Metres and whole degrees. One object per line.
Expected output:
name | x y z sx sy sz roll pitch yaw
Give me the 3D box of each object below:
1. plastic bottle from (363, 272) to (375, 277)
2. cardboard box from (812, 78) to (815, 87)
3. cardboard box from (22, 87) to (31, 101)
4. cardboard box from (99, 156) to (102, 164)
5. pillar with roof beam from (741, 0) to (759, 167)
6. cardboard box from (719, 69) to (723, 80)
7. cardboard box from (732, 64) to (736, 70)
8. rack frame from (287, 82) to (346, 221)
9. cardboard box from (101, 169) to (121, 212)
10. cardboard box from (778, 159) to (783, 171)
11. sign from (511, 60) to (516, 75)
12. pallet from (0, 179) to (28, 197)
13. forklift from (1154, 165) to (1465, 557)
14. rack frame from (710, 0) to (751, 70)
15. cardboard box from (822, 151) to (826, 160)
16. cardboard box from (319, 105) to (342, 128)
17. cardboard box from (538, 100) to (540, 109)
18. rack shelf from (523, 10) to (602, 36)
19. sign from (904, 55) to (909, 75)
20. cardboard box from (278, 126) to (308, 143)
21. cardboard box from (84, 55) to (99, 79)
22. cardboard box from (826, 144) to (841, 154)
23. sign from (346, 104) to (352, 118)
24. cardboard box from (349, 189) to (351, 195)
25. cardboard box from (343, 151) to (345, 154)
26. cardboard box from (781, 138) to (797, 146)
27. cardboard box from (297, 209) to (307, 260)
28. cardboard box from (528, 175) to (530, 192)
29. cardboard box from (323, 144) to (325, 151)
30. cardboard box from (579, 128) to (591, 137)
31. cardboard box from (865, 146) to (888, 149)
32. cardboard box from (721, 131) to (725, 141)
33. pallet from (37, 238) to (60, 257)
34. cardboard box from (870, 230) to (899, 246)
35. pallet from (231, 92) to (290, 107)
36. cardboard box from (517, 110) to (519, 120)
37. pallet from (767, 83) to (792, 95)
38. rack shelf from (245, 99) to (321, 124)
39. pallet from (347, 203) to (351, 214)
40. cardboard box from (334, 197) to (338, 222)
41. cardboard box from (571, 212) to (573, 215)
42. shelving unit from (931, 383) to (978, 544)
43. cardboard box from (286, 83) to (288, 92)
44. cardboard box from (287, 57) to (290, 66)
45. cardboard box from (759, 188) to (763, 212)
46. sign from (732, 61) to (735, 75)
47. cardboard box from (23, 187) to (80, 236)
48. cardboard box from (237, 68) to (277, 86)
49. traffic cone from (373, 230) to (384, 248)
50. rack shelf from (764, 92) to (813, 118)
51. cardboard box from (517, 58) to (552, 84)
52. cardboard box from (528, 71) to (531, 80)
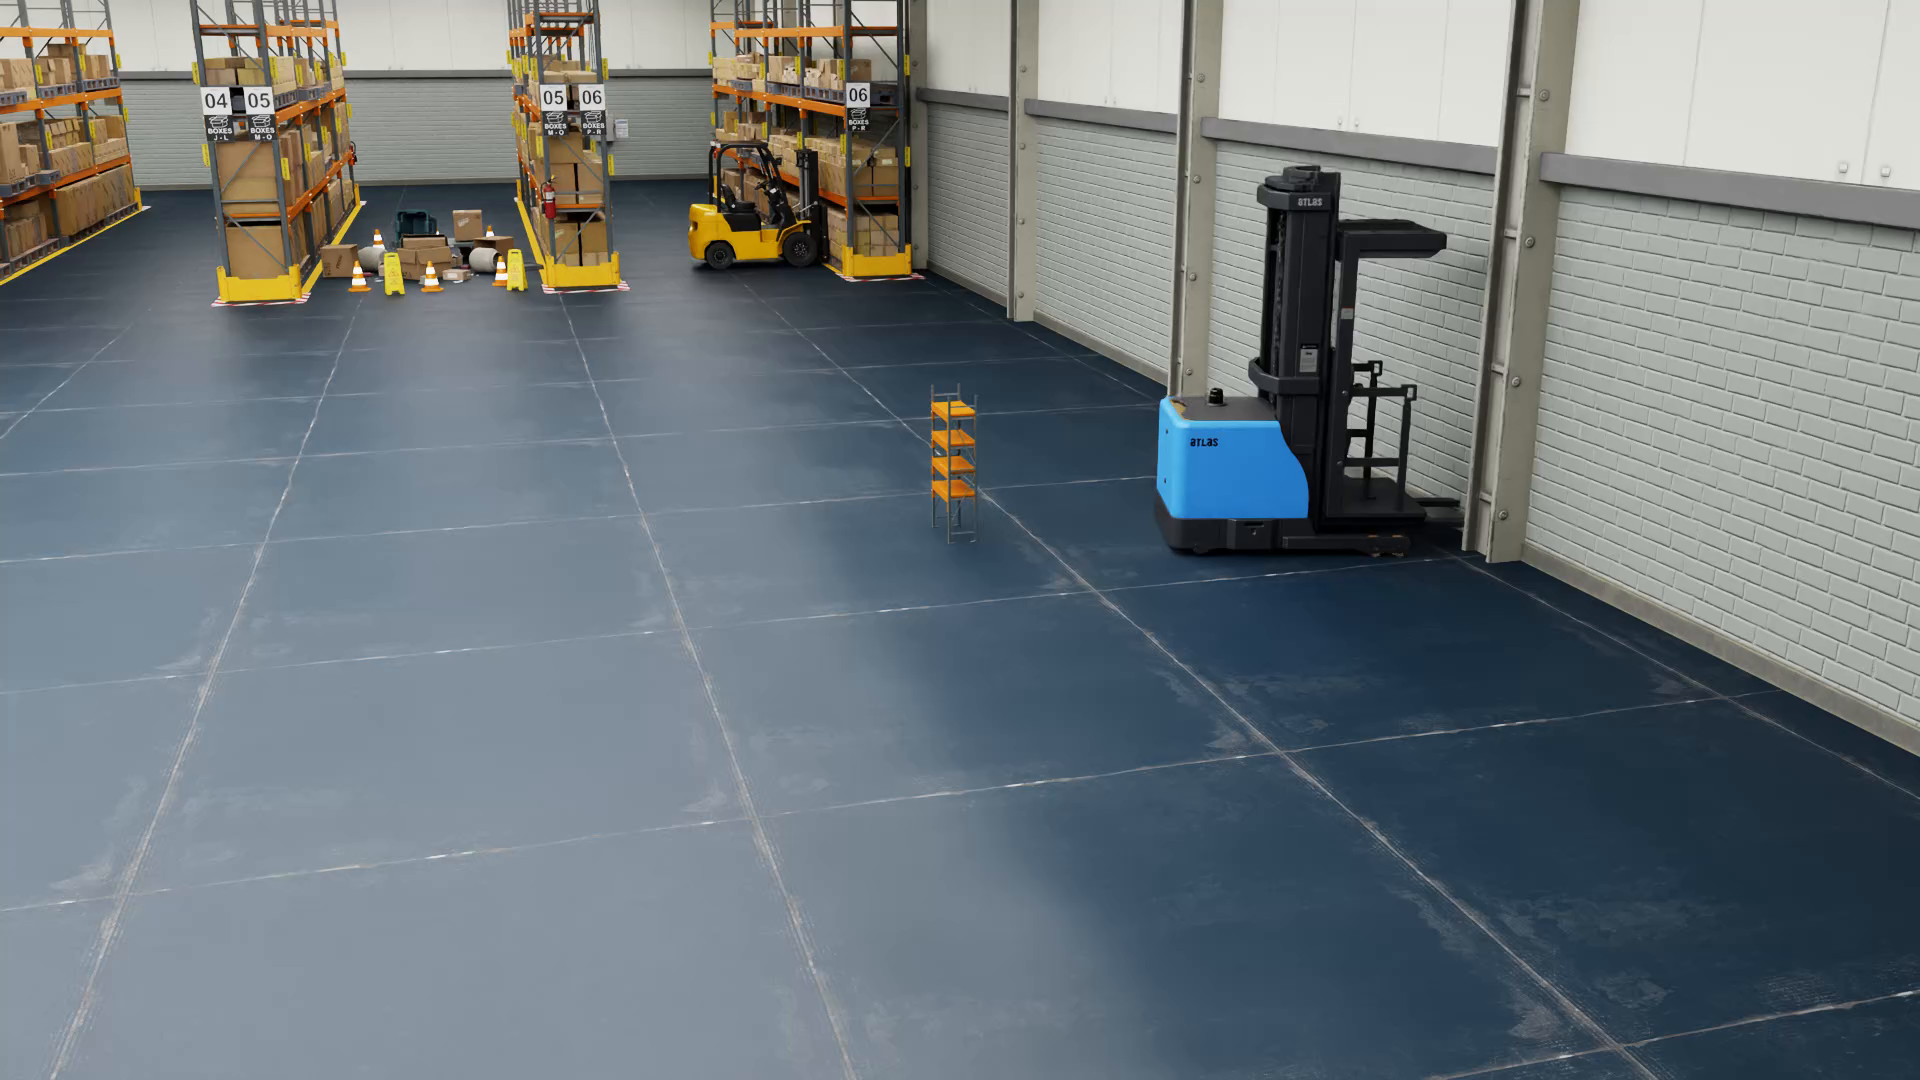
plastic bottle | -10.176 -4.540 28.460 0.283 0.061 0.133 -12 20 -34
cardboard box | -2.493 -8.350 30.355 0.380 0.149 0.250 -4 17 -14
cardboard box | -17.419 -8.191 30.555 0.500 0.250 0.500 -5 17 -15
cardboard box | -18.868 -8.242 36.113 0.380 0.149 0.250 -5 18 -17
pillar with roof beam | -9.847 -13.815 43.800 9.100 9.000 0.400 -5 17 -15
cardboard box | -5.686 -11.546 41.206 0.500 0.250 0.500 -5 17 -17
cardboard box | -5.074 -10.949 38.489 0.380 0.149 0.250 -4 17 -14
rack frame | -14.237 -8.546 36.687 1.000 3.000 0.127 -5 17 -15
cardboard box | -19.386 -7.803 37.178 0.875 0.875 0.875 -5 17 -15
cardboard box | -3.466 -7.757 34.321 0.500 0.250 0.500 -5 18 -17
sign | -10.039 -10.643 37.418 0.100 0.325 0.005 -5 17 -15
pallet | -16.906 -6.100 28.878 1.003 0.211 1.213 -5 17 -15
forklift | 3.146 -1.427 13.107 3.031 2.935 1.130 0 17 -1
rack frame | -5.834 -13.338 42.213 1.000 3.000 0.127 -5 17 -15
cardboard box | -2.295 -6.966 30.127 0.380 0.149 0.250 -5 17 -16
cardboard box | -14.393 -9.643 37.911 0.500 0.500 0.500 -4 17 -14
cardboard box | -6.675 -7.105 27.113 0.380 0.149 0.250 -5 17 -15
rack shelf | -6.758 -8.726 28.115 1.077 0.370 4.000 -5 17 -15
sign | -0.901 -7.974 27.915 0.100 0.325 0.005 -5 17 -15
cardboard box | -12.741 -7.559 31.492 0.700 0.500 0.500 -5 17 -16
cardboard box | -19.458 -10.432 36.674 0.700 0.500 0.500 -4 17 -13
cardboard box | -2.185 -6.968 29.616 0.380 0.149 0.250 -4 17 -14
sign | -14.798 -10.396 40.286 0.100 0.325 0.005 -5 17 -15
cardboard box | -14.618 -8.221 39.315 0.380 0.149 0.250 -4 17 -14
cardboard box | -14.723 -9.180 39.236 0.380 0.149 0.250 -6 18 -18
cardboard box | -3.466 -8.143 34.045 0.380 0.149 0.250 -4 17 -14
cardboard box | -11.933 -5.337 28.968 0.875 0.875 0.875 -4 17 -14
cardboard box | -10.328 -8.871 41.493 0.875 0.438 0.875 -5 18 -17
cardboard box | -13.433 -8.168 34.620 0.380 0.149 0.250 -5 17 -16
cardboard box | -7.097 -7.612 31.032 0.380 0.149 0.250 -5 17 -15
cardboard box | -1.449 -6.797 29.047 0.380 0.149 0.250 -4 17 -14
cardboard box | -5.687 -10.109 41.636 0.500 0.250 0.500 -5 17 -16
pallet | -17.722 -5.523 31.473 1.003 0.211 1.213 -5 17 -15
cardboard box | -1.366 -5.309 29.094 0.500 0.250 0.500 -4 17 -14
pallet | -11.492 -7.163 27.024 1.003 0.211 1.213 -5 17 -15
cardboard box | -10.182 -9.881 39.222 0.500 0.500 0.500 -4 17 -15
pallet | -3.363 -9.417 34.704 1.213 0.211 1.003 -4 17 -13
rack shelf | -12.589 -7.978 30.834 1.077 0.370 4.000 -5 17 -15
pallet | -14.795 -7.731 38.823 1.003 0.211 1.213 -5 17 -15
cardboard box | -13.374 -6.939 34.955 0.500 0.500 0.500 -5 17 -17
cardboard box | -6.745 -5.712 30.001 0.500 0.500 0.500 -4 17 -14
shelving unit | -0.046 -0.620 13.432 0.258 1.200 0.503 -5 17 -15
cardboard box | -11.211 -7.401 27.194 0.380 0.149 0.250 -5 17 -15
cardboard box | -11.426 -7.995 27.788 0.380 0.149 0.250 -4 17 -14
cardboard box | -4.232 -7.640 37.286 0.500 0.500 0.500 -4 17 -13
sign | -5.254 -10.998 38.737 0.100 0.325 0.005 -5 17 -15
cardboard box | -18.105 -6.451 32.678 1.225 0.875 0.875 -6 18 -18
cardboard box | -10.825 -7.136 25.621 0.500 0.250 0.500 -5 17 -15
traffic cone | -10.956 -5.608 31.318 0.336 0.463 0.334 -5 17 -15
rack shelf | -3.085 -8.791 33.540 1.077 0.370 4.000 -5 17 -15
cardboard box | -8.861 -9.803 34.755 0.700 0.500 0.500 -6 18 -18
cardboard box | -7.535 -8.337 29.830 0.380 0.149 0.250 -5 17 -16
